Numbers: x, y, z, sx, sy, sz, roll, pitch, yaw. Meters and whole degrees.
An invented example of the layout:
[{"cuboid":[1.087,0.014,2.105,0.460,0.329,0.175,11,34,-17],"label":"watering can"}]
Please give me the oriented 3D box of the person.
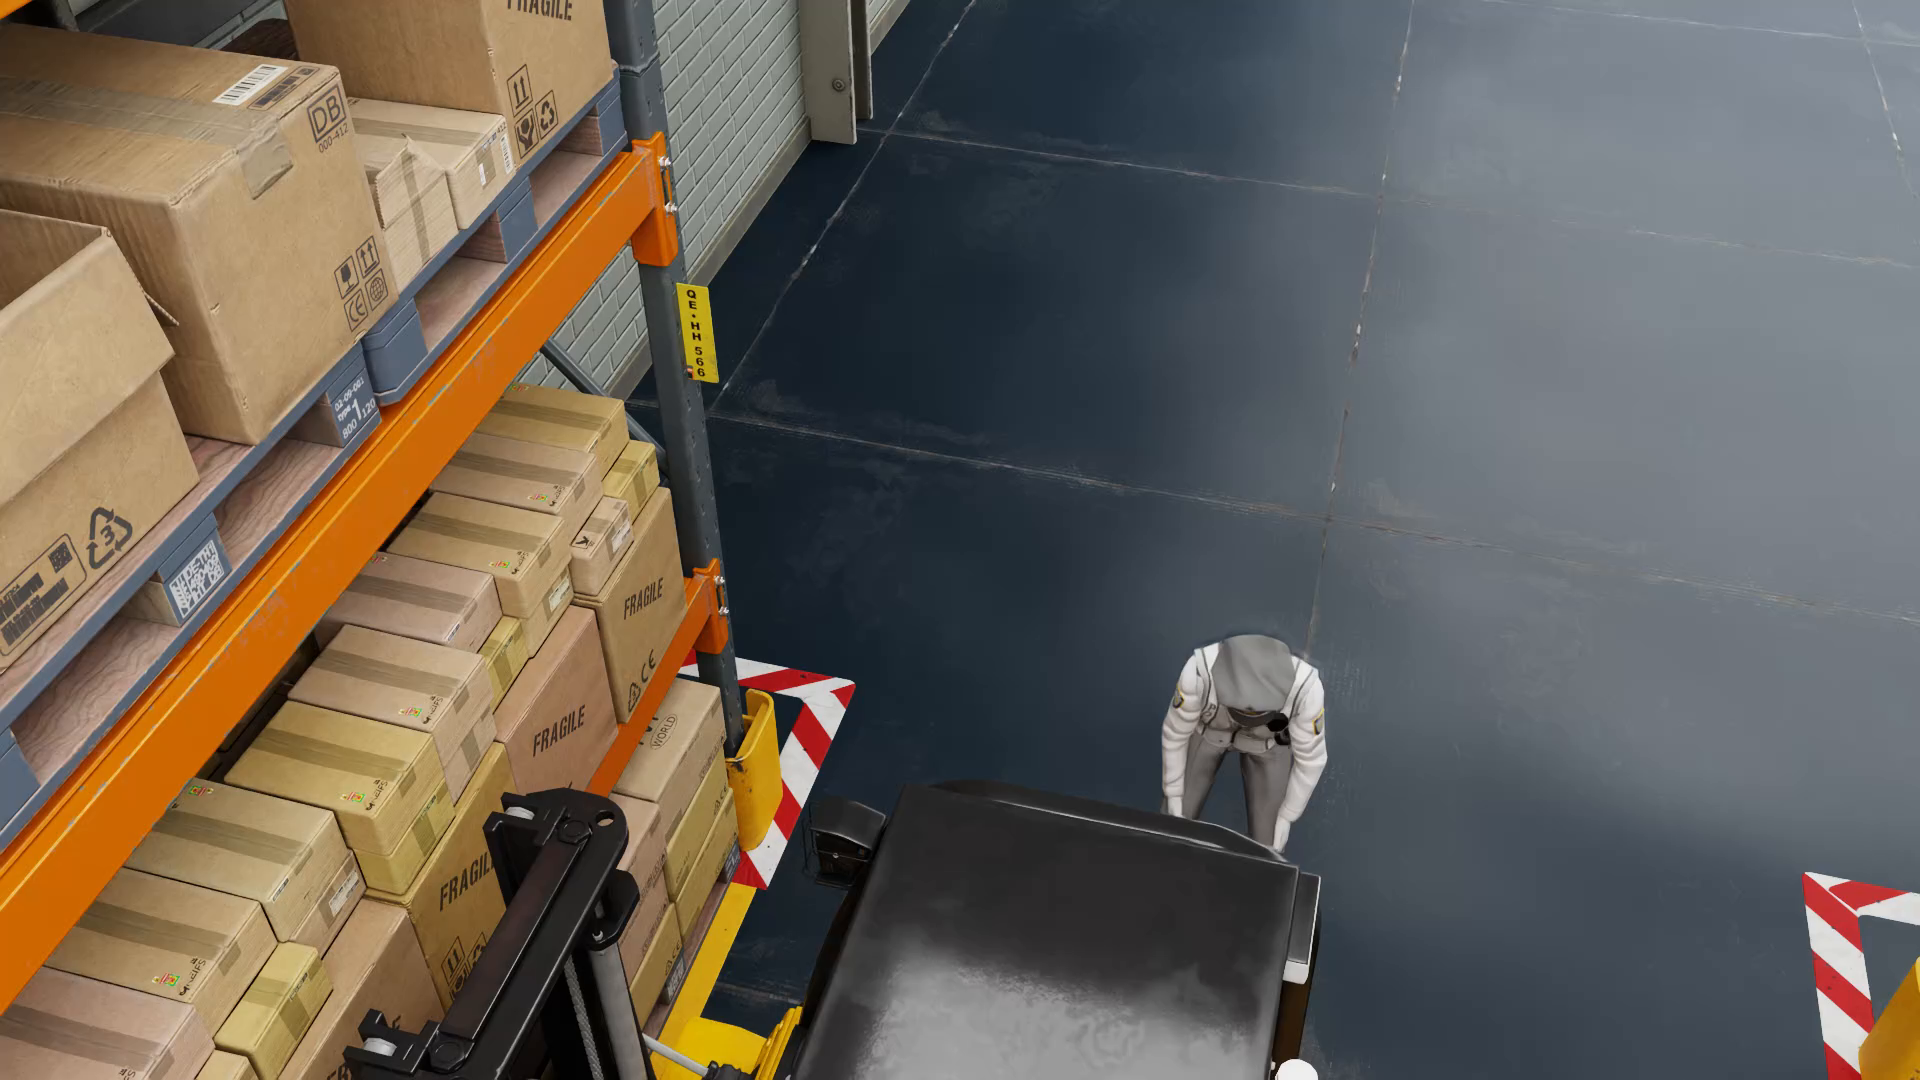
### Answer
[{"cuboid":[0.853,0.916,5.432,0.411,1.251,0.906,9,42,11],"label":"person"}]
